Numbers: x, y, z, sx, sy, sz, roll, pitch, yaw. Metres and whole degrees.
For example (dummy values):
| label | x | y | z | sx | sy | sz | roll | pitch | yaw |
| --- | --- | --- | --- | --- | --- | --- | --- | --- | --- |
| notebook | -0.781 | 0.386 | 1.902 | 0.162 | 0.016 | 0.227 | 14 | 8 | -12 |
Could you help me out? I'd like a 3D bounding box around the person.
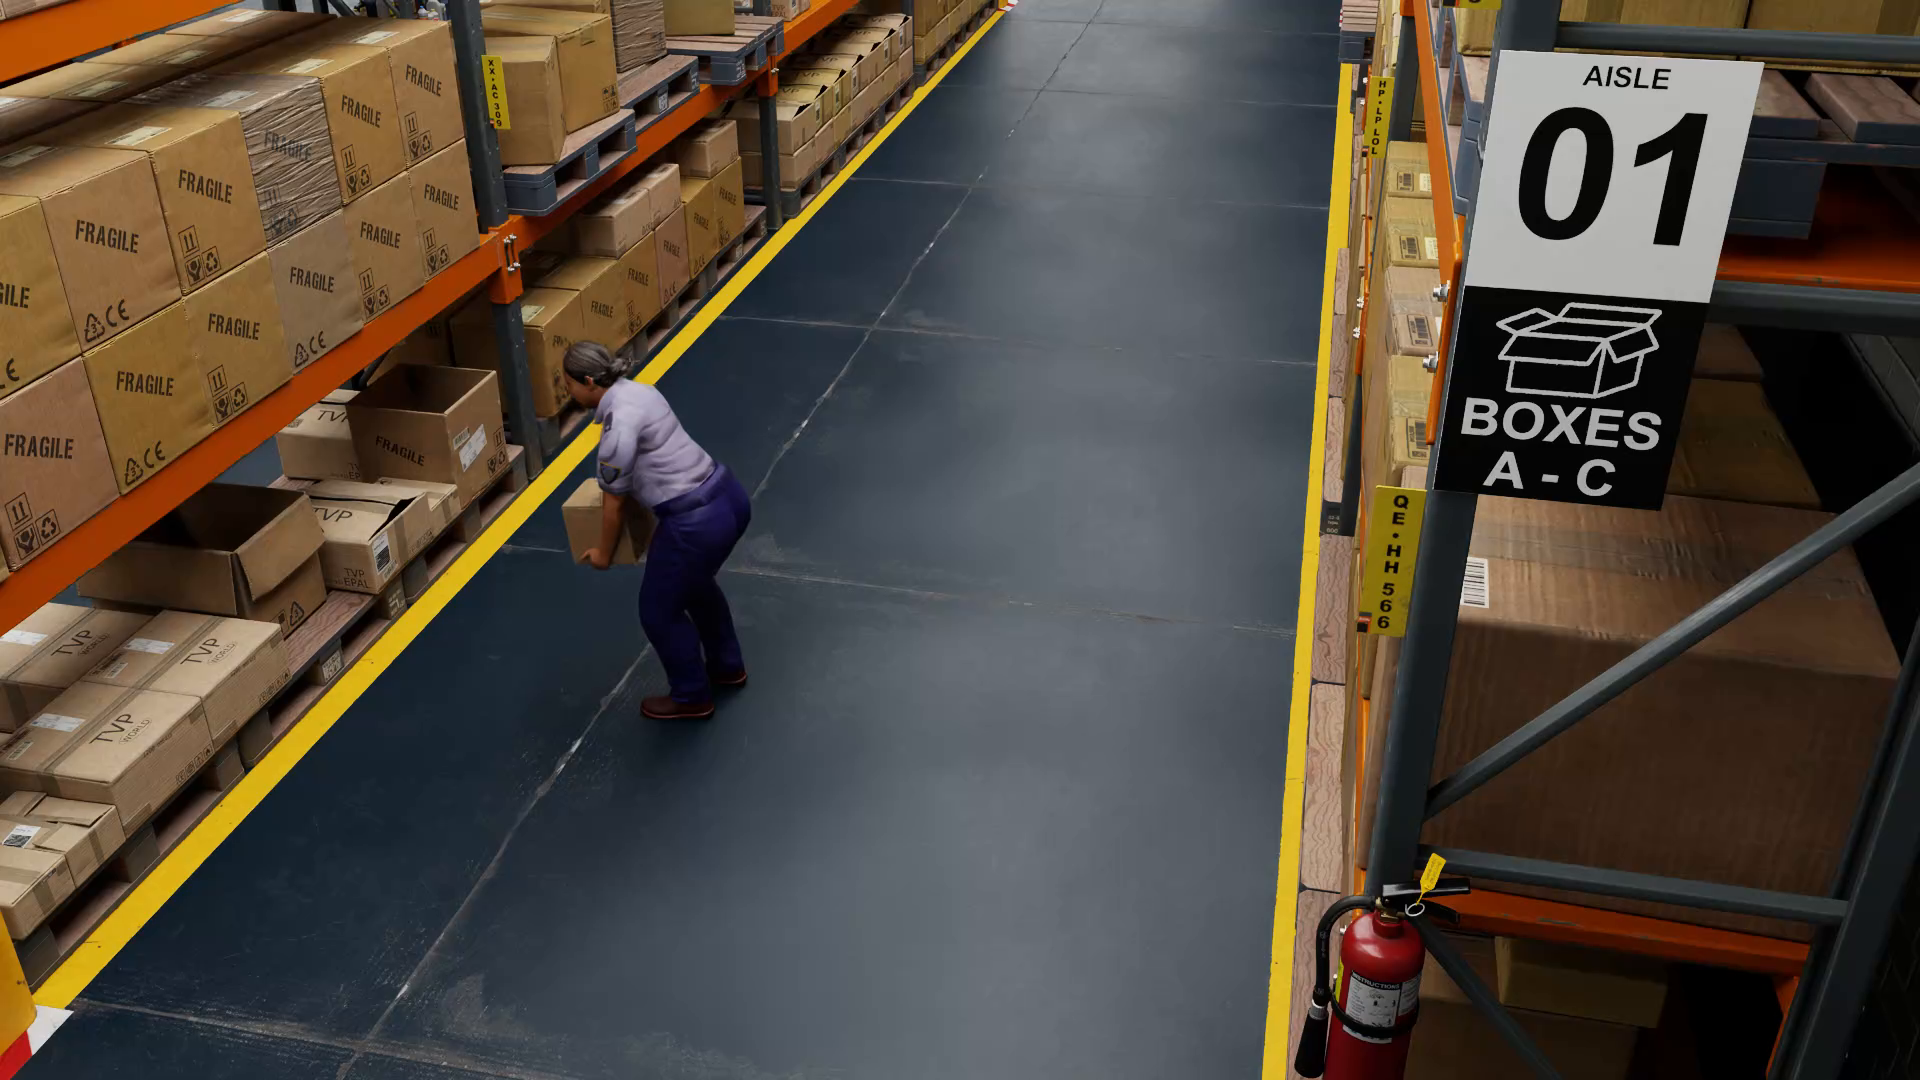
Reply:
| label | x | y | z | sx | sy | sz | roll | pitch | yaw |
| --- | --- | --- | --- | --- | --- | --- | --- | --- | --- |
| person | -1.128 | -0.036 | 6.341 | 0.633 | 1.525 | 0.446 | 5 | 29 | 10 |
